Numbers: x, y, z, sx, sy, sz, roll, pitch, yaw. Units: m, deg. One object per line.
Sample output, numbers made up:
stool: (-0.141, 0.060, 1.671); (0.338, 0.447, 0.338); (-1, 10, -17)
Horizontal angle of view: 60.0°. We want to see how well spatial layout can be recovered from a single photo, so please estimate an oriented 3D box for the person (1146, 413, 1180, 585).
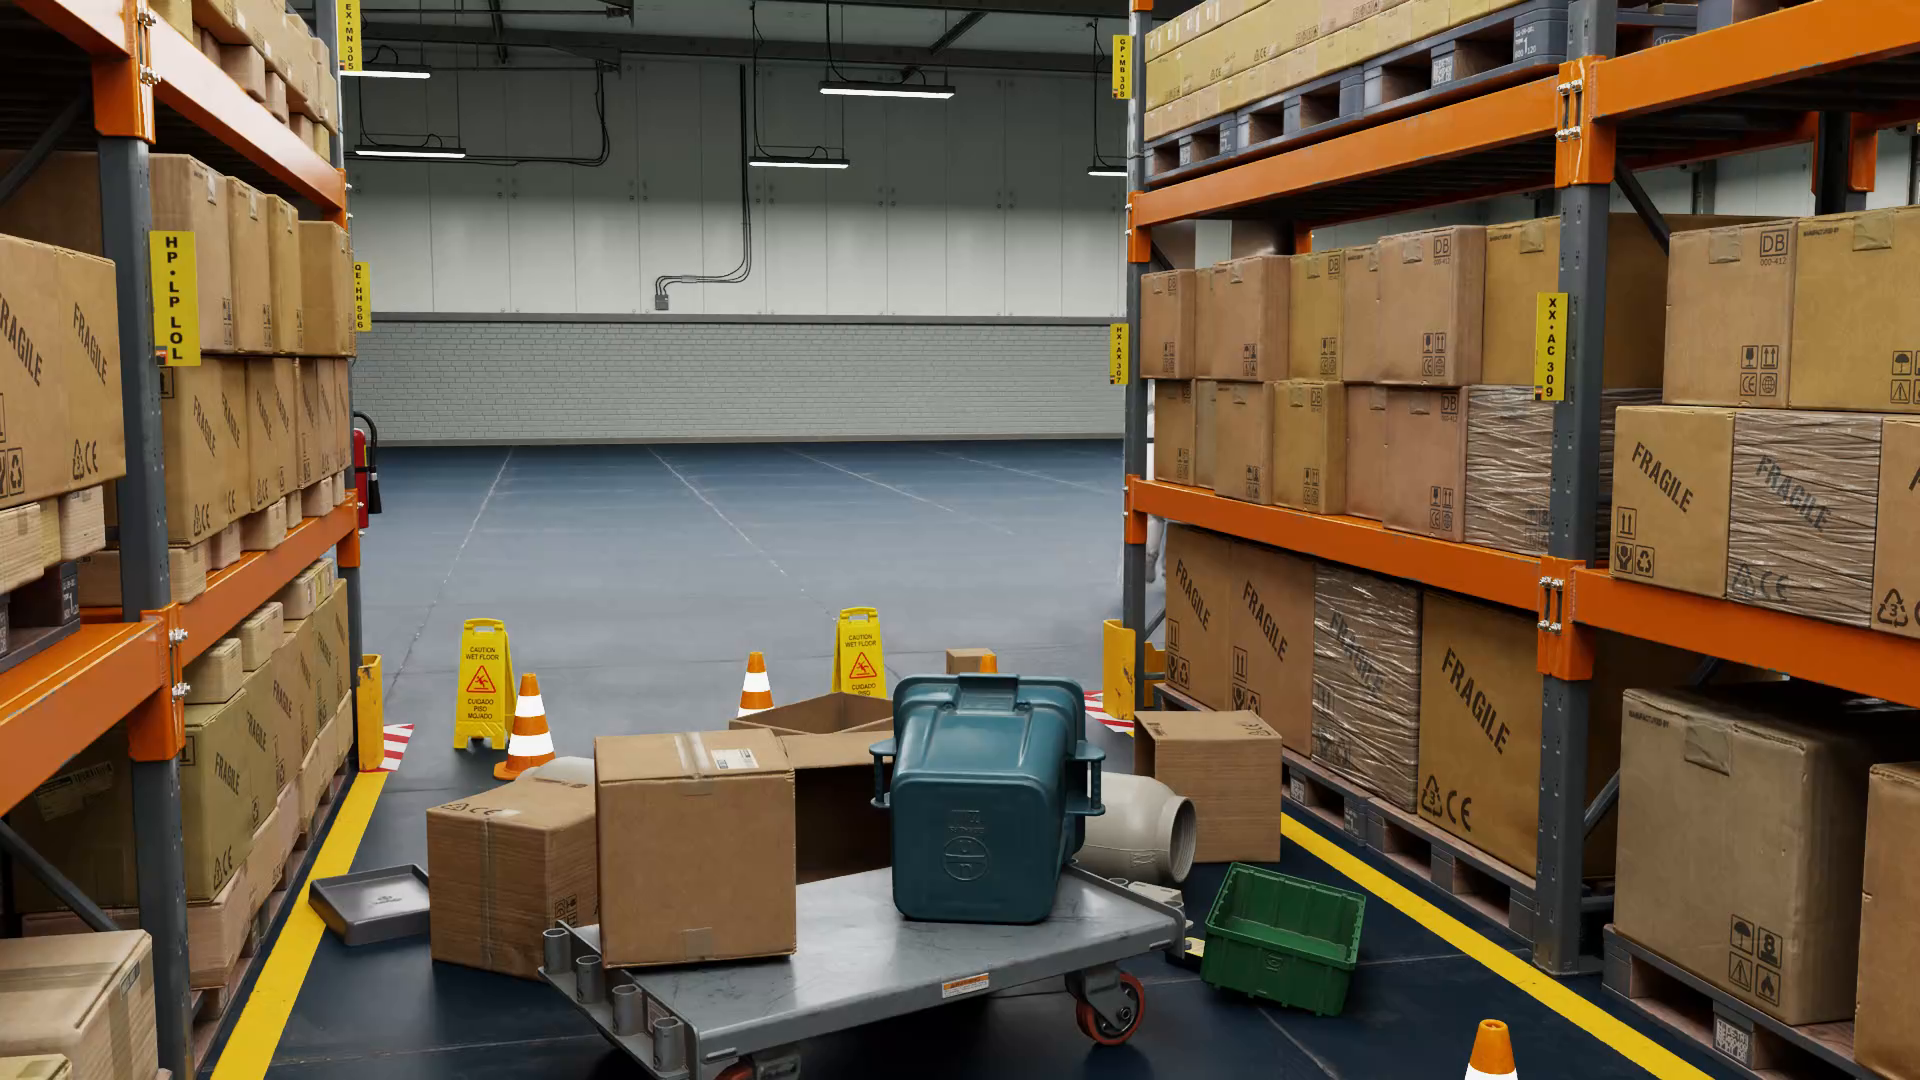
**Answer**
person: (1.805, -0.504, 14.361); (0.546, 1.774, 0.453); (3, 7, 26)
